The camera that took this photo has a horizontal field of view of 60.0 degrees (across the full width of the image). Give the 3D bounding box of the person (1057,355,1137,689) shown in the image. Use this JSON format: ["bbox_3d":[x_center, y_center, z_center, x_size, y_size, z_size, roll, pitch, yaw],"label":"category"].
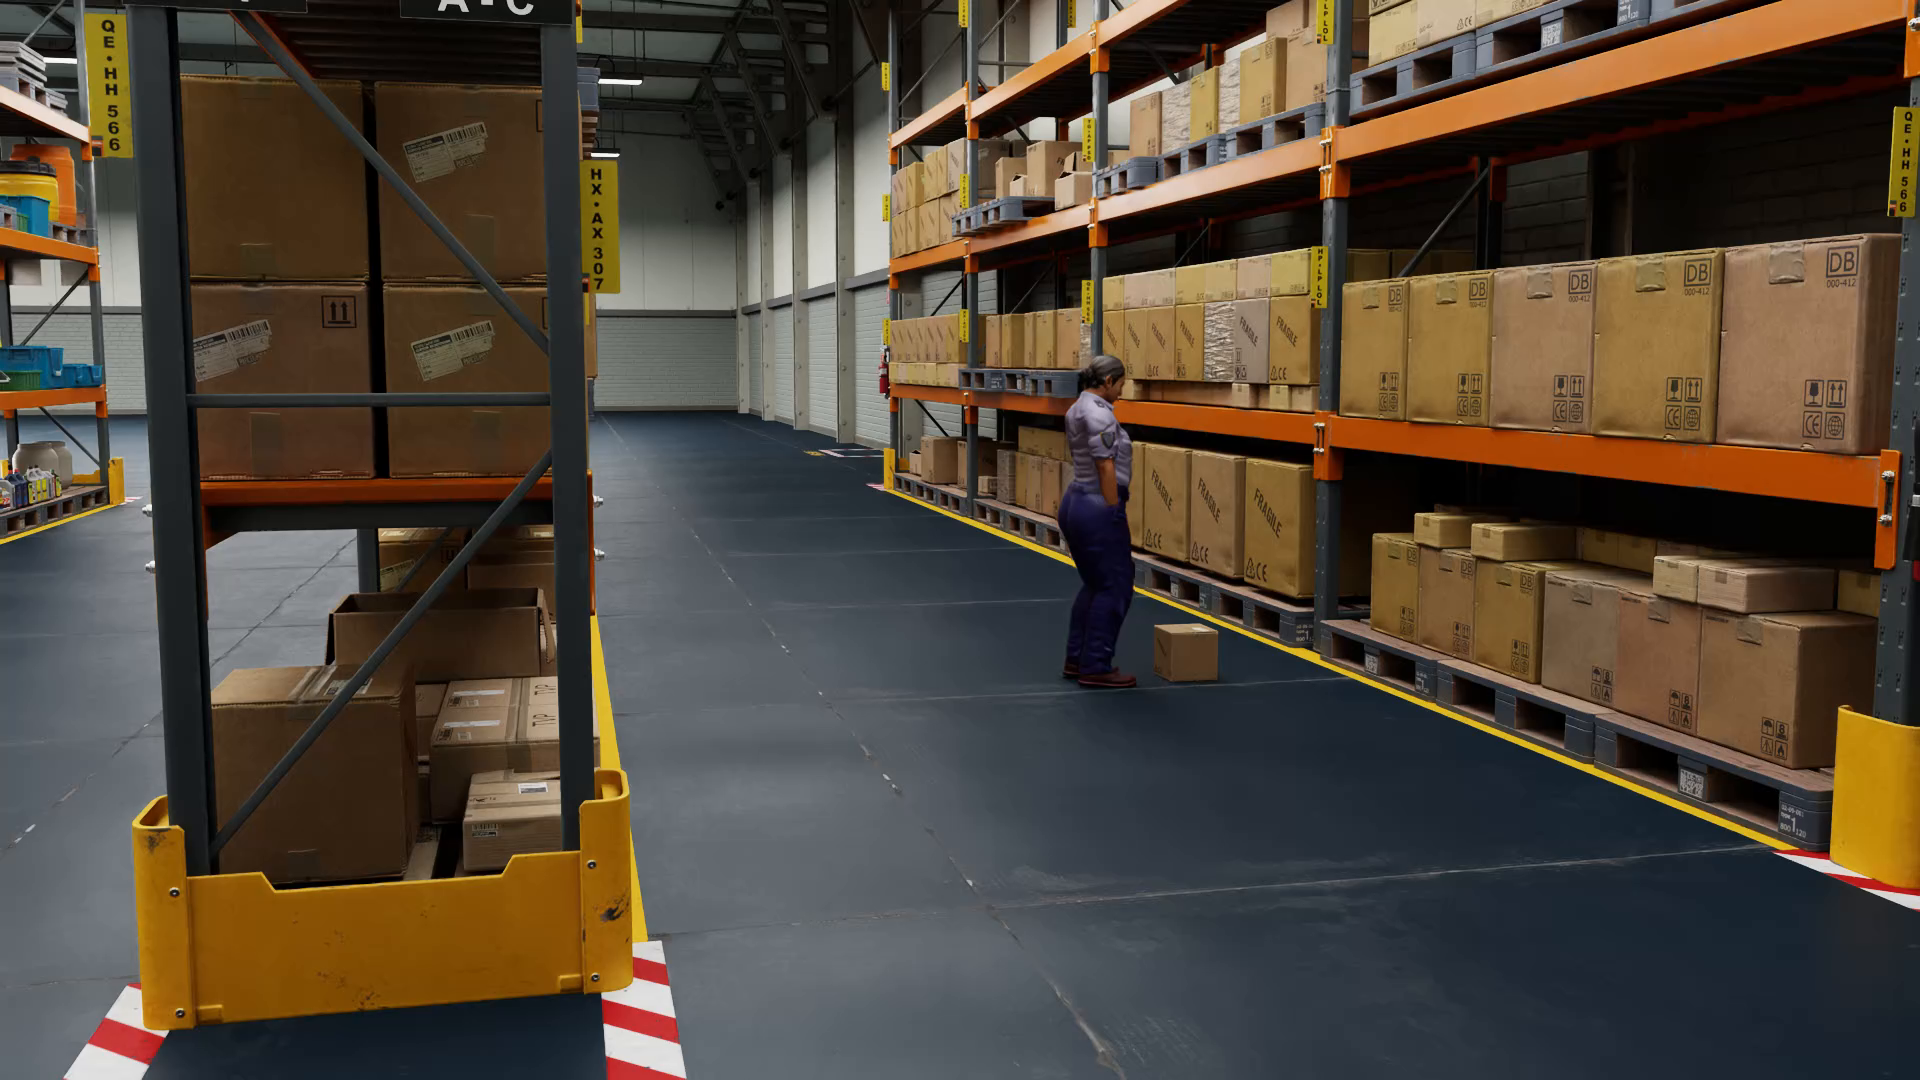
[{"bbox_3d":[0.672,-0.100,8.272,0.347,1.634,0.480,-1,6,-13],"label":"person"}]
